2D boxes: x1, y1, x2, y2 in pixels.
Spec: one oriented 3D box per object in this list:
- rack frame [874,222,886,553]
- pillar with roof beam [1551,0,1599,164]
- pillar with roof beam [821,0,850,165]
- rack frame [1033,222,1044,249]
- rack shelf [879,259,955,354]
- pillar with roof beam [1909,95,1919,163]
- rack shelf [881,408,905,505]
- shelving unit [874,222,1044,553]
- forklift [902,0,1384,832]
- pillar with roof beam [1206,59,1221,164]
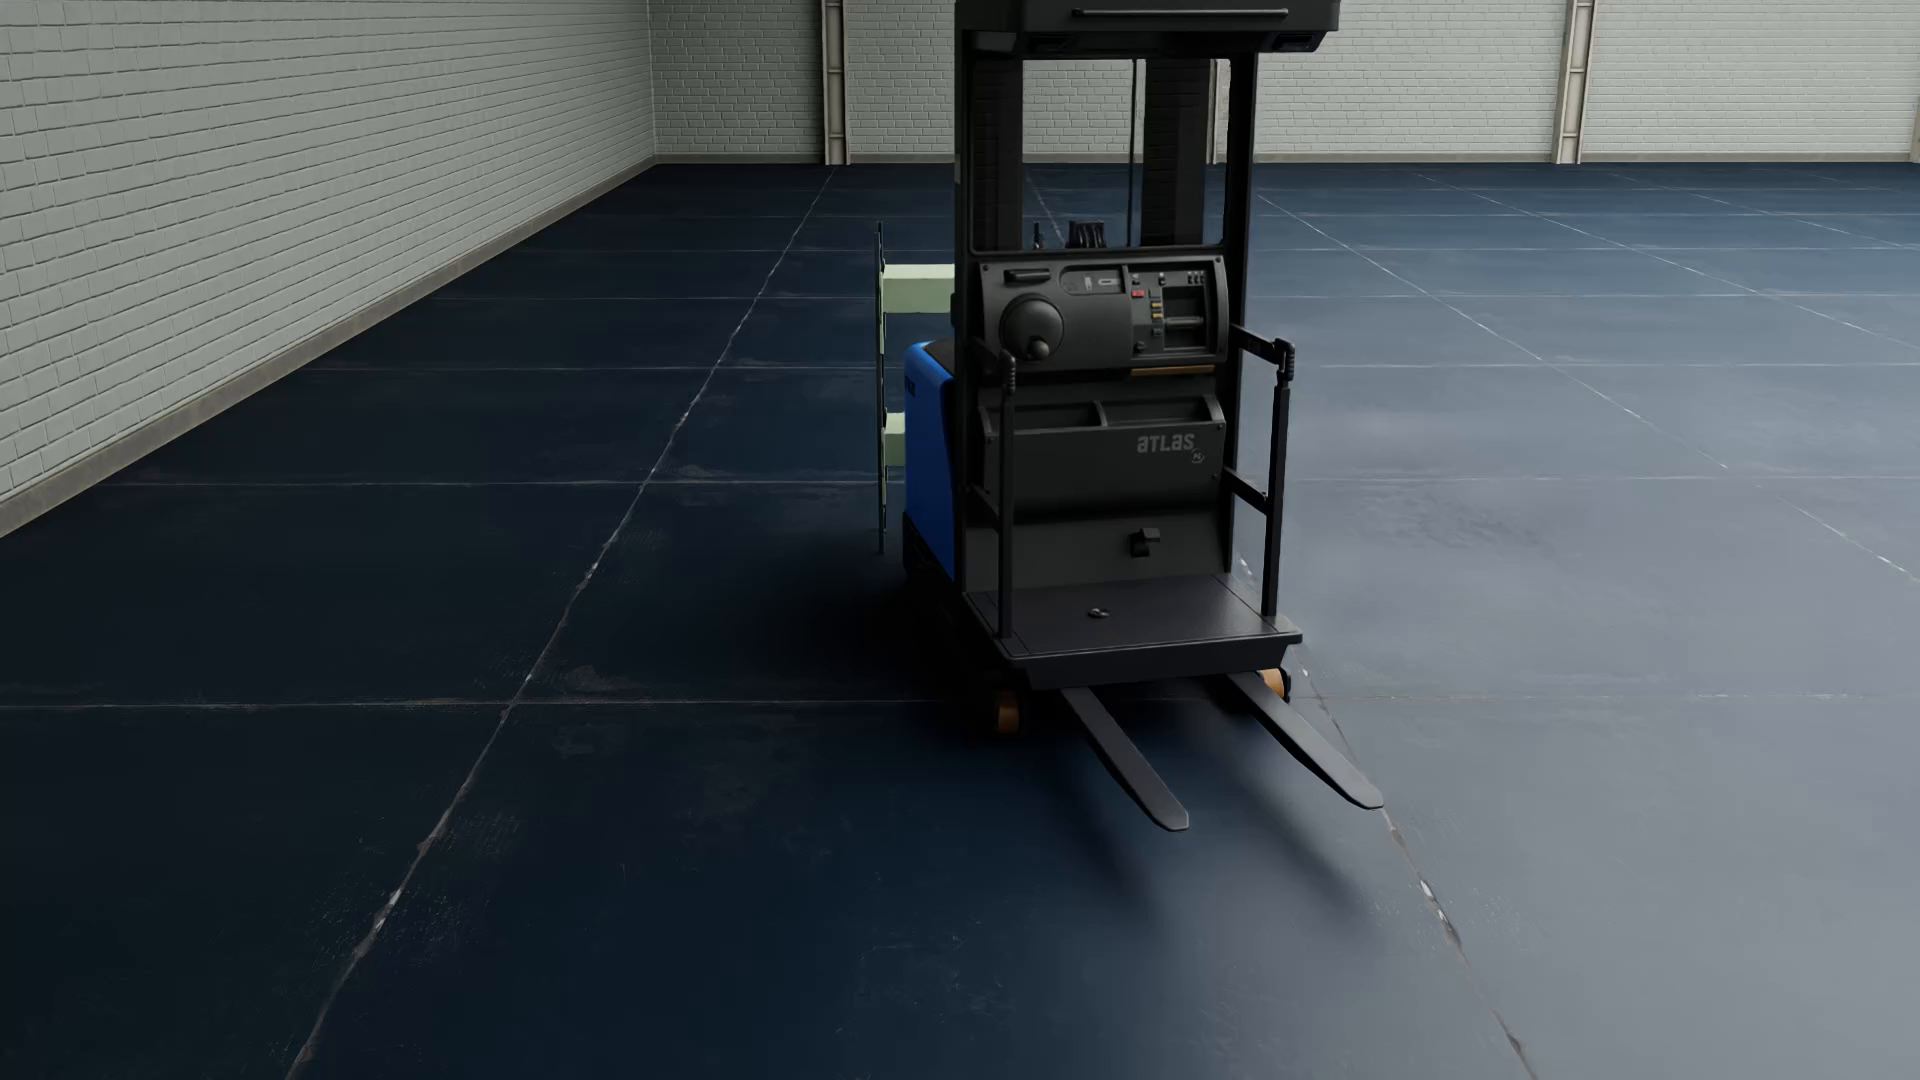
[{"bbox_3d":[-0.373,-0.712,7.813,0.023,1.500,0.400,0,18,-1],"label":"rack frame"},{"bbox_3d":[10.061,-9.199,21.991,0.400,9.000,9.100,0,18,-1],"label":"pillar with roof beam"},{"bbox_3d":[-1.938,-9.141,21.810,0.400,9.000,9.100,0,18,-1],"label":"pillar with roof beam"},{"bbox_3d":[0.359,-0.716,7.824,0.023,1.500,0.400,0,18,-1],"label":"rack frame"},{"bbox_3d":[-0.007,-1.086,7.699,0.720,0.370,0.431,0,18,-1],"label":"rack shelf"},{"bbox_3d":[16.060,-9.228,22.081,0.400,9.000,9.100,0,18,-1],"label":"pillar with roof beam"},{"bbox_3d":[-0.007,-0.404,7.918,0.720,0.370,0.431,0,18,-1],"label":"rack shelf"},{"bbox_3d":[-0.007,-0.714,7.818,0.755,1.500,0.431,0,18,-1],"label":"shelving unit"},{"bbox_3d":[0.577,-0.830,5.836,1.130,2.935,3.031,-4,18,-12],"label":"forklift"},{"bbox_3d":[4.062,-9.170,21.901,0.400,9.000,9.100,0,18,-1],"label":"pillar with roof beam"}]
